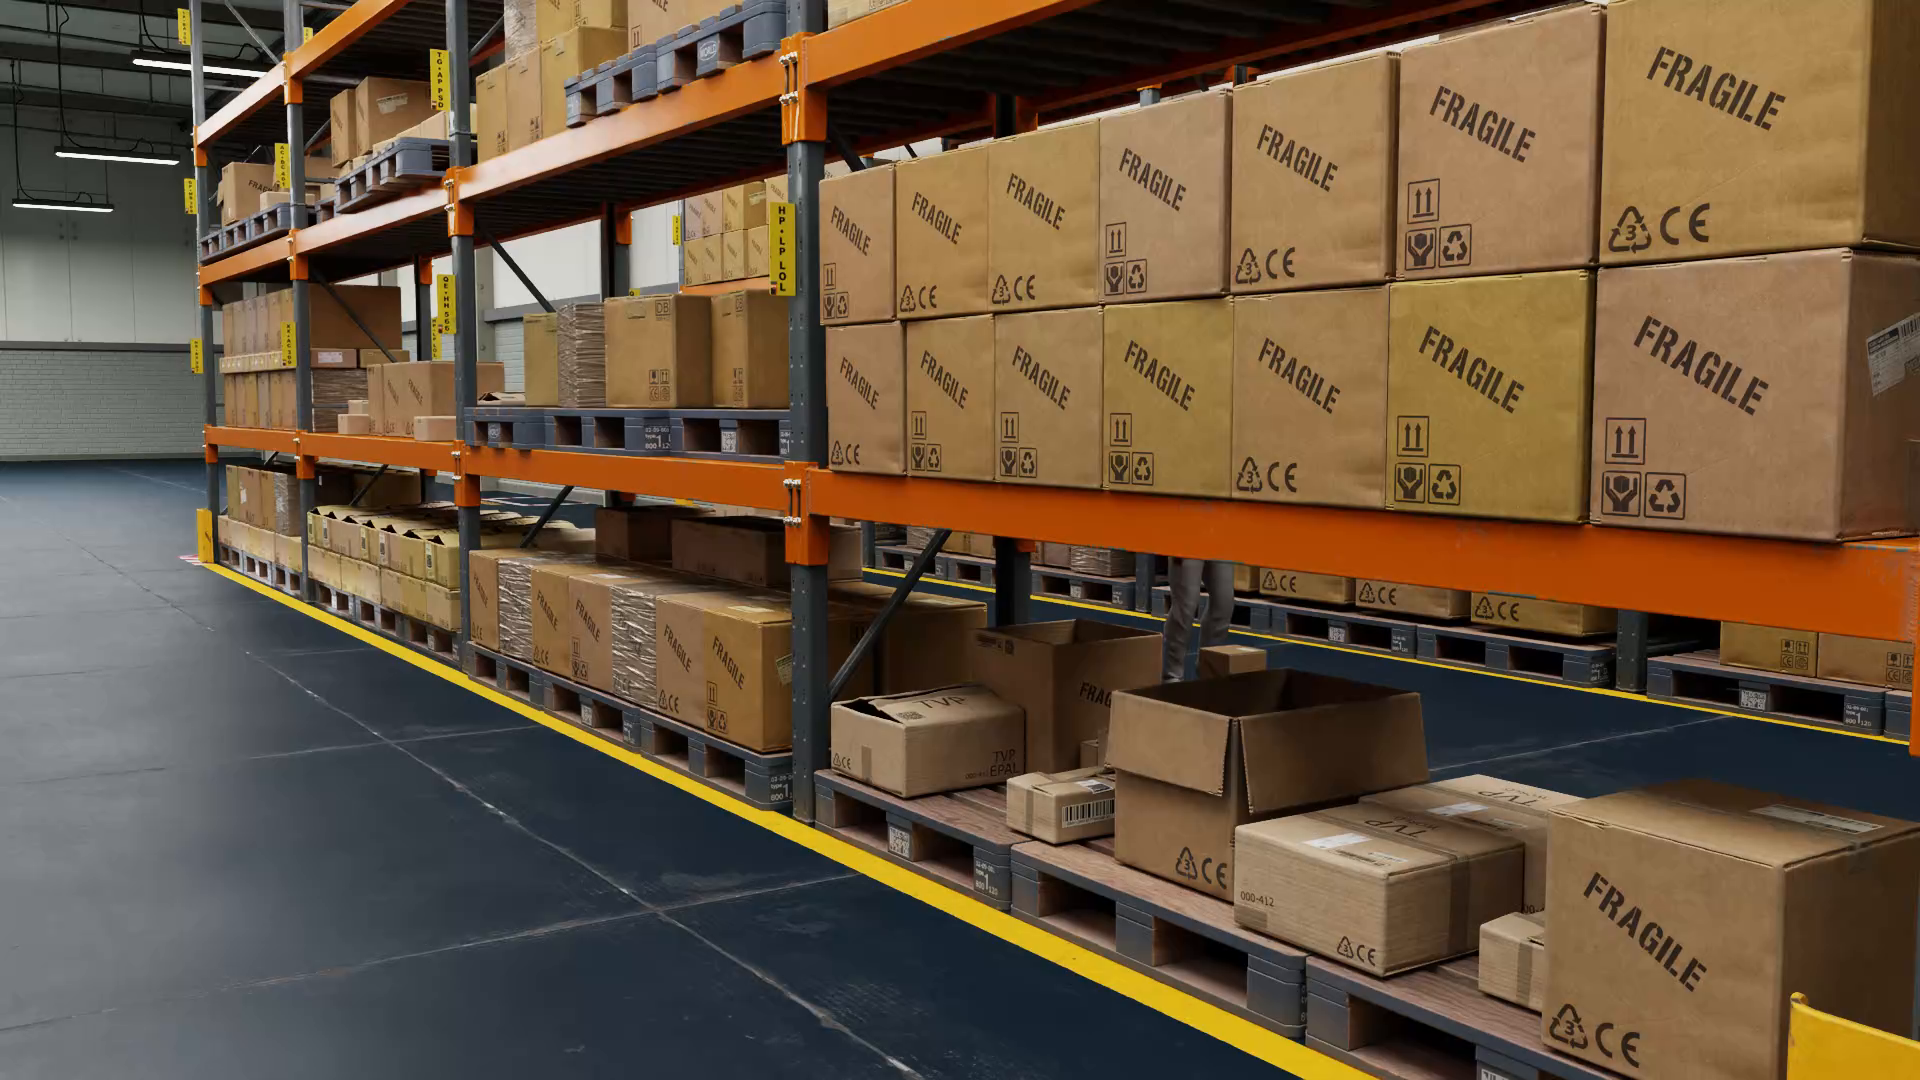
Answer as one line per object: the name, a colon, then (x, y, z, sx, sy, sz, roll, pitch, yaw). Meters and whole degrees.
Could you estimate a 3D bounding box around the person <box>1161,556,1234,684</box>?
person: (1.285, -0.021, 8.840, 0.521, 1.657, 0.395, -4, 6, -37)
